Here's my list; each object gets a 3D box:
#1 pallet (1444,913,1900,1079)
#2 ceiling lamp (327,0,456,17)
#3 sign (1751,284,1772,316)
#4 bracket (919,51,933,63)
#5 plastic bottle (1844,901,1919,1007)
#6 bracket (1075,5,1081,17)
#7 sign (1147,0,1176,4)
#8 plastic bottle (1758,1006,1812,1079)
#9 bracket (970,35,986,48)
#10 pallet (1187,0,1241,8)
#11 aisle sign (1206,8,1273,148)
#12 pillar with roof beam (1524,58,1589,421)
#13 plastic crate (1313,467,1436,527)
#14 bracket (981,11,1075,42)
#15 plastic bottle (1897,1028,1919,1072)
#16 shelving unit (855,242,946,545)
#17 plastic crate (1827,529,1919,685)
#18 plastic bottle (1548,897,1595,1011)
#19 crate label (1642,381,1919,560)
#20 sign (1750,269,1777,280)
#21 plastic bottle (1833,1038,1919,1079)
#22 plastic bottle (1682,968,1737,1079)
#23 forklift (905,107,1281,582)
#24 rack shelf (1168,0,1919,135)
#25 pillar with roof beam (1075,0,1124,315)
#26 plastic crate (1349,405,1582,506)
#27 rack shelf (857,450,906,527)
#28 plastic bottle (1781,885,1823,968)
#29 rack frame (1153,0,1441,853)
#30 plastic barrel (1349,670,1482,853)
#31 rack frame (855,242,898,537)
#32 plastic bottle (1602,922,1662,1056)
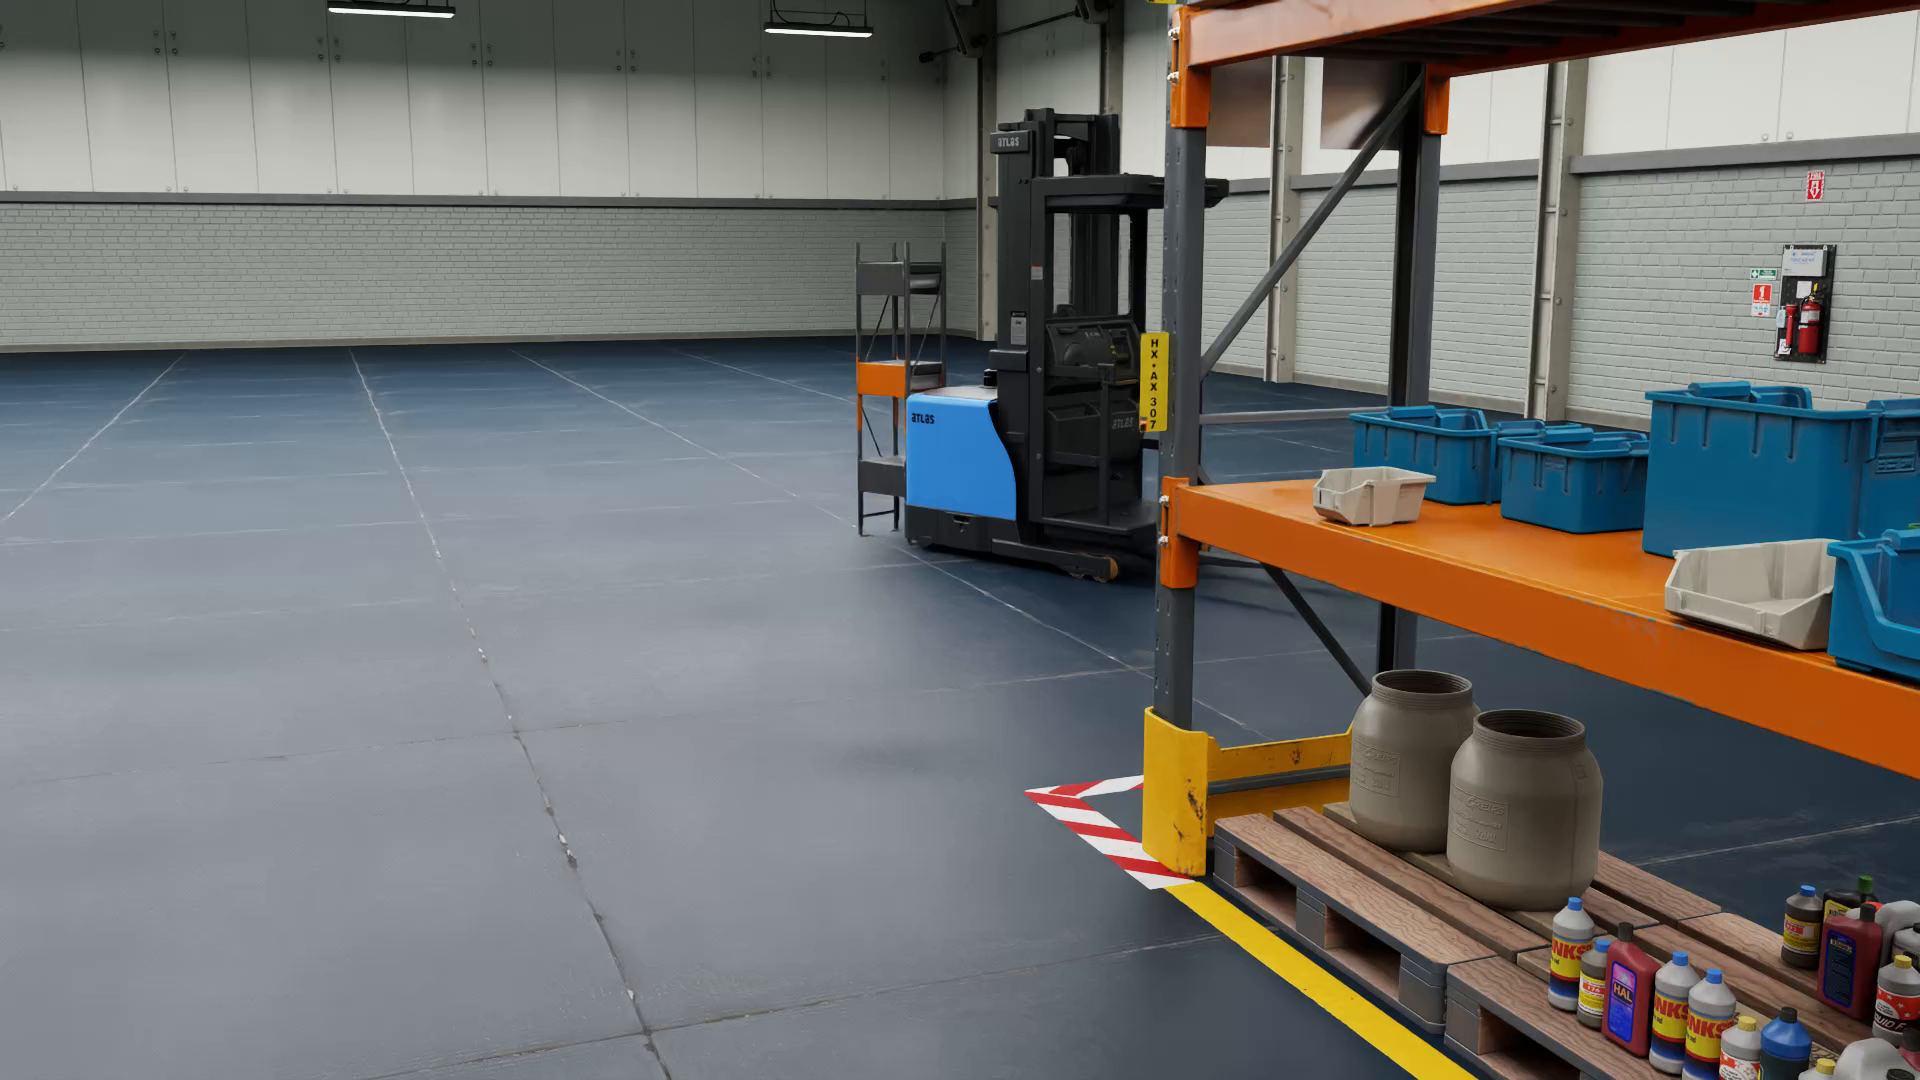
[{"bbox_3d":[1.955,1.295,4.038,1.003,0.211,1.213,-4,11,-21],"label":"pallet"},{"bbox_3d":[-9.486,-10.302,27.471,2.000,3.185,0.800,-4,11,-21],"label":"ceiling lamp"},{"bbox_3d":[8.311,-2.488,17.241,0.001,0.329,0.234,-4,11,-21],"label":"sign"},{"bbox_3d":[-0.762,-11.043,38.030,0.235,0.232,0.430,-4,11,-21],"label":"bracket"},{"bbox_3d":[2.296,1.020,4.142,0.152,0.276,0.135,-4,11,-20],"label":"plastic bottle"},{"bbox_3d":[2.271,-9.677,30.350,0.235,0.232,0.430,-4,11,-21],"label":"bracket"},{"bbox_3d":[0.641,-1.866,5.257,0.100,0.325,0.005,-4,11,-21],"label":"sign"},{"bbox_3d":[1.756,1.128,3.546,0.097,0.271,0.097,0,10,0],"label":"plastic bottle"},{"bbox_3d":[0.398,-10.521,35.094,0.235,0.232,0.430,-4,11,-21],"label":"bracket"},{"bbox_3d":[1.364,-1.662,4.672,1.003,0.211,1.213,-4,11,-21],"label":"pallet"},{"bbox_3d":[0.857,-1.692,5.446,0.394,0.787,0.004,-4,11,-21],"label":"aisle sign"},{"bbox_3d":[3.088,-5.628,17.863,9.100,9.000,0.400,-4,11,-21],"label":"pillar with roof beam"},{"bbox_3d":[1.180,-0.123,4.799,0.298,0.136,0.250,-4,11,-21],"label":"plastic crate"},{"bbox_3d":[1.331,-10.100,32.730,0.076,0.066,4.783,-4,11,-21],"label":"bracket"},{"bbox_3d":[1.961,1.150,3.391,0.061,0.283,0.133,-4,11,-21],"label":"plastic bottle"},{"bbox_3d":[-0.418,-1.053,11.847,0.503,2.100,0.431,9,14,42],"label":"shelving unit"},{"bbox_3d":[1.951,0.143,2.973,0.499,0.251,0.616,-4,11,-21],"label":"plastic crate"},{"bbox_3d":[1.522,1.023,4.138,0.097,0.271,0.097,0,10,0],"label":"plastic bottle"},{"bbox_3d":[2.075,-0.153,4.117,0.502,0.435,0.616,-4,11,-21],"label":"crate label"},{"bbox_3d":[8.304,-2.748,17.187,0.001,0.109,0.331,-4,11,-21],"label":"sign"},{"bbox_3d":[1.861,1.160,3.353,0.152,0.276,0.135,-4,11,-20],"label":"plastic bottle"},{"bbox_3d":[1.683,1.095,3.731,0.097,0.271,0.097,0,10,0],"label":"plastic bottle"},{"bbox_3d":[1.039,-1.280,10.744,3.031,2.935,1.130,9,14,42],"label":"forklift"},{"bbox_3d":[1.881,-1.215,3.677,1.077,0.370,4.000,-4,11,-21],"label":"rack shelf"},{"bbox_3d":[-1.260,-7.587,28.875,9.100,9.000,0.548,-4,11,-21],"label":"pillar with roof beam"},{"bbox_3d":[1.616,-0.283,5.373,0.499,0.251,0.616,-4,11,-21],"label":"plastic crate"},{"bbox_3d":[-0.418,-0.351,11.972,0.480,0.518,0.431,9,14,42],"label":"rack shelf"},{"bbox_3d":[2.230,1.014,4.390,0.097,0.201,0.097,0,10,0],"label":"plastic bottle"},{"bbox_3d":[1.156,-0.419,5.712,1.000,3.000,0.127,-4,11,-21],"label":"rack frame"},{"bbox_3d":[1.465,0.701,5.317,0.421,0.512,0.421,0,10,0],"label":"plastic barrel"},{"bbox_3d":[-0.598,-1.082,12.009,0.015,2.100,0.400,9,14,42],"label":"rack frame"},{"bbox_3d":[1.587,1.055,3.923,0.061,0.283,0.133,-4,11,-20],"label":"plastic bottle"}]
